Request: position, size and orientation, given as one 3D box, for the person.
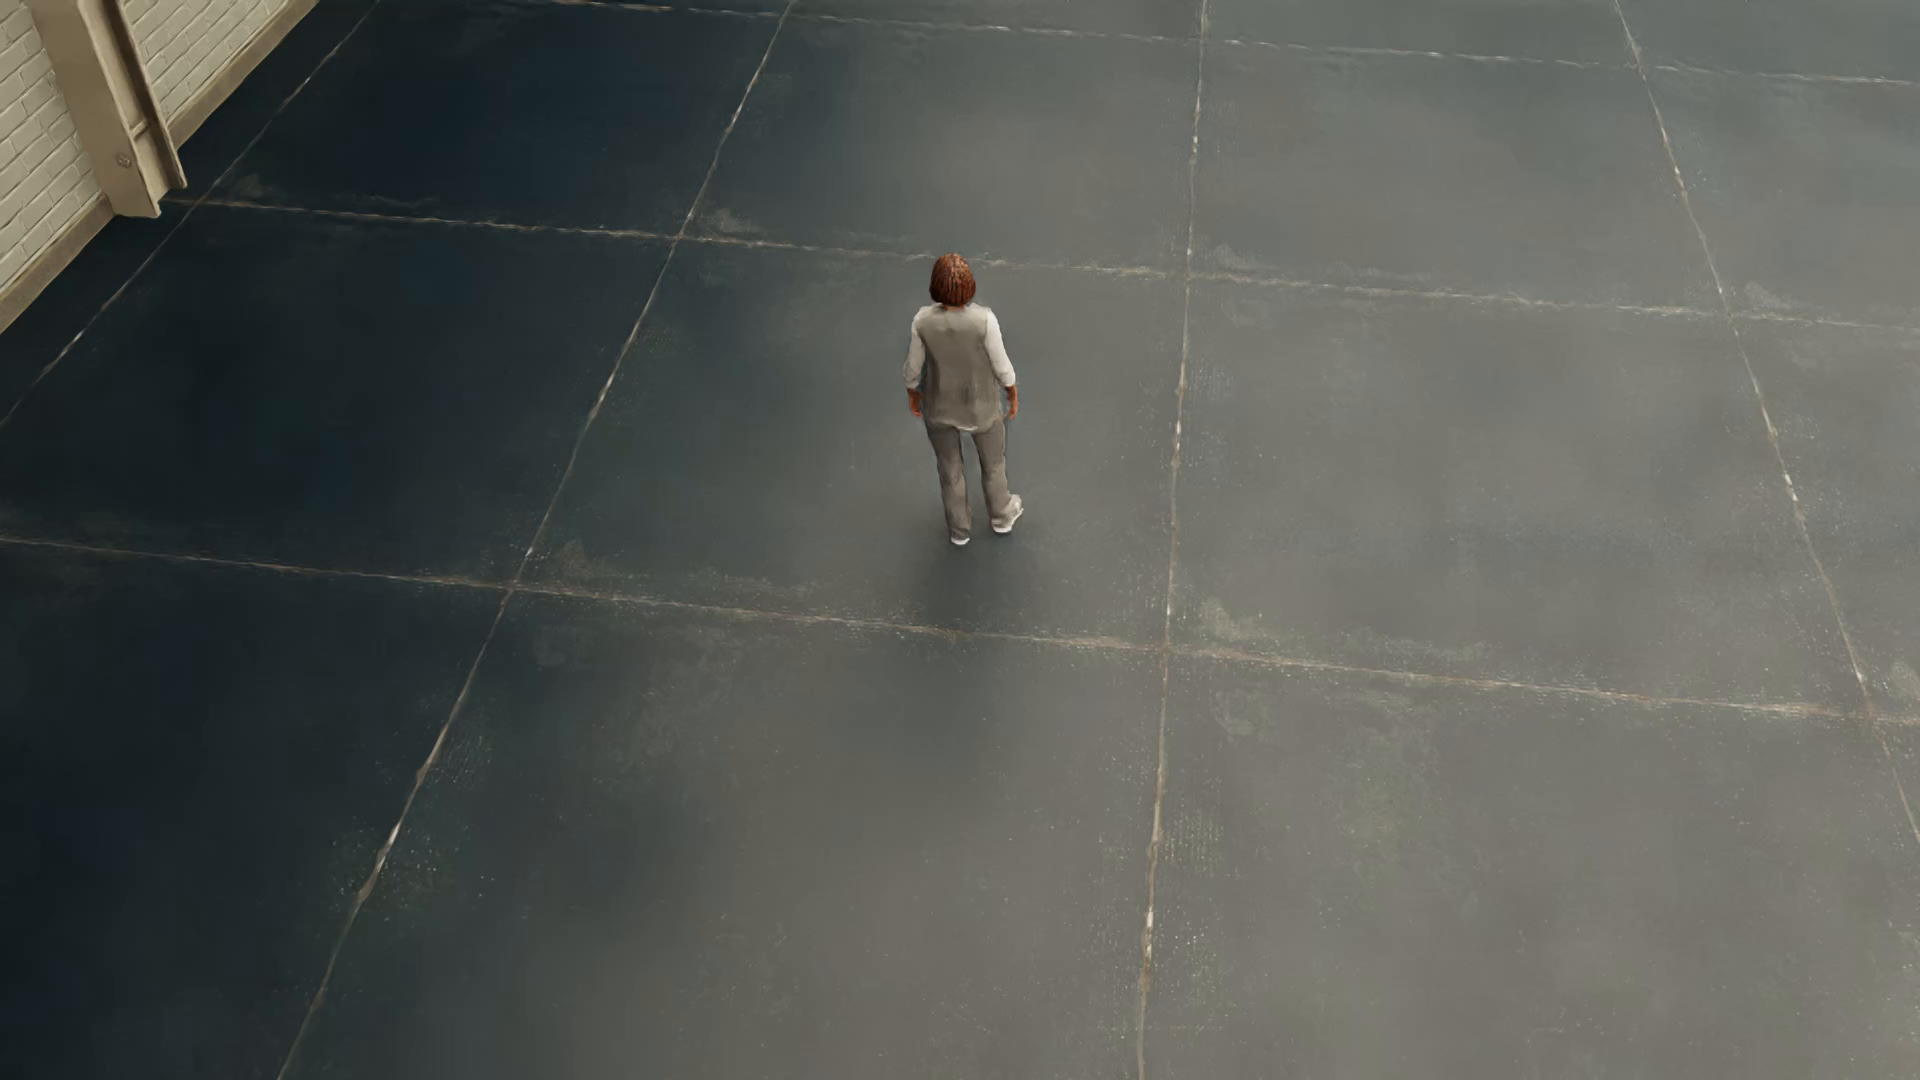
[{"bbox_3d":[0.024,-0.642,7.399,0.521,1.597,0.474,5,43,6],"label":"person"}]
